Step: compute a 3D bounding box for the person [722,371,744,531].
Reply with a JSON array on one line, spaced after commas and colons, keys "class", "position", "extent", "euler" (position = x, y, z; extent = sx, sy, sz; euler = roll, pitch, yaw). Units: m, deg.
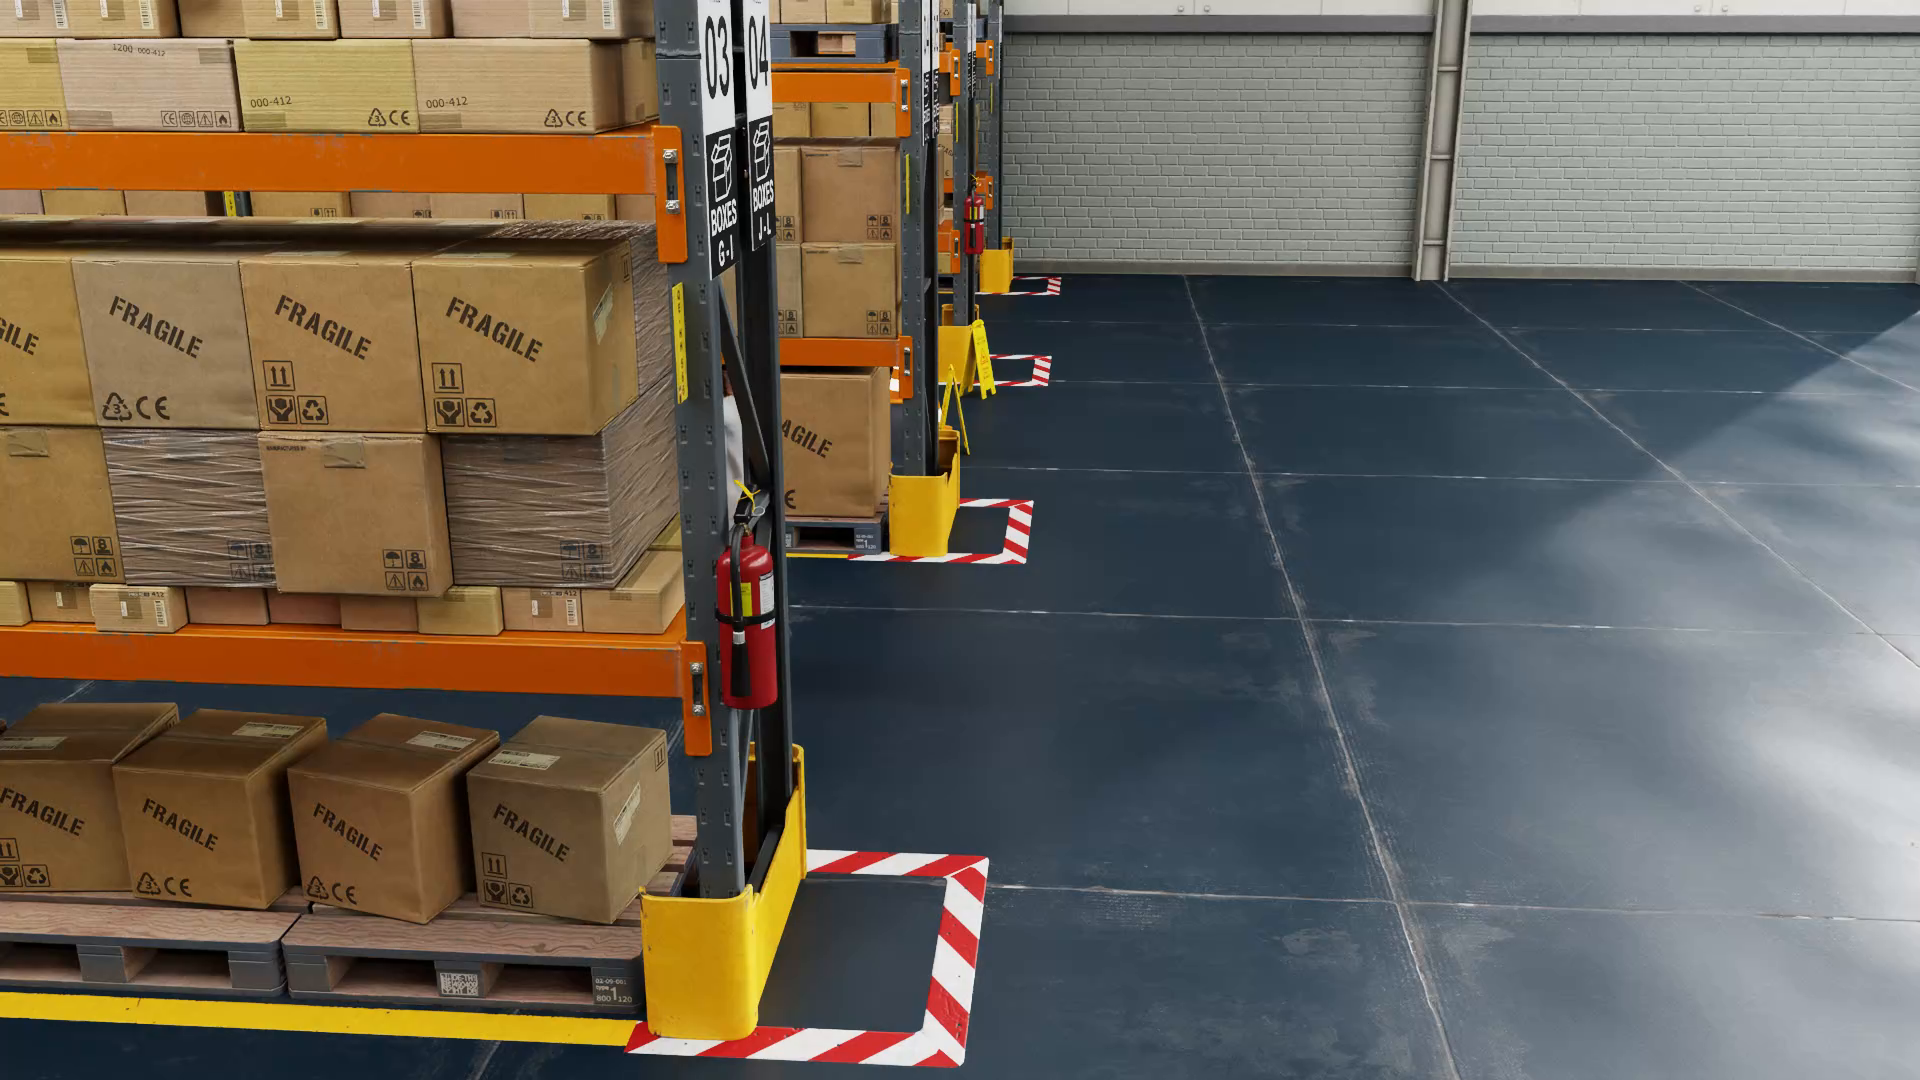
[{"class": "person", "position": [-1.160, -0.120, 7.935], "extent": [0.361, 1.671, 0.501], "euler": [0, 18, 1]}]
